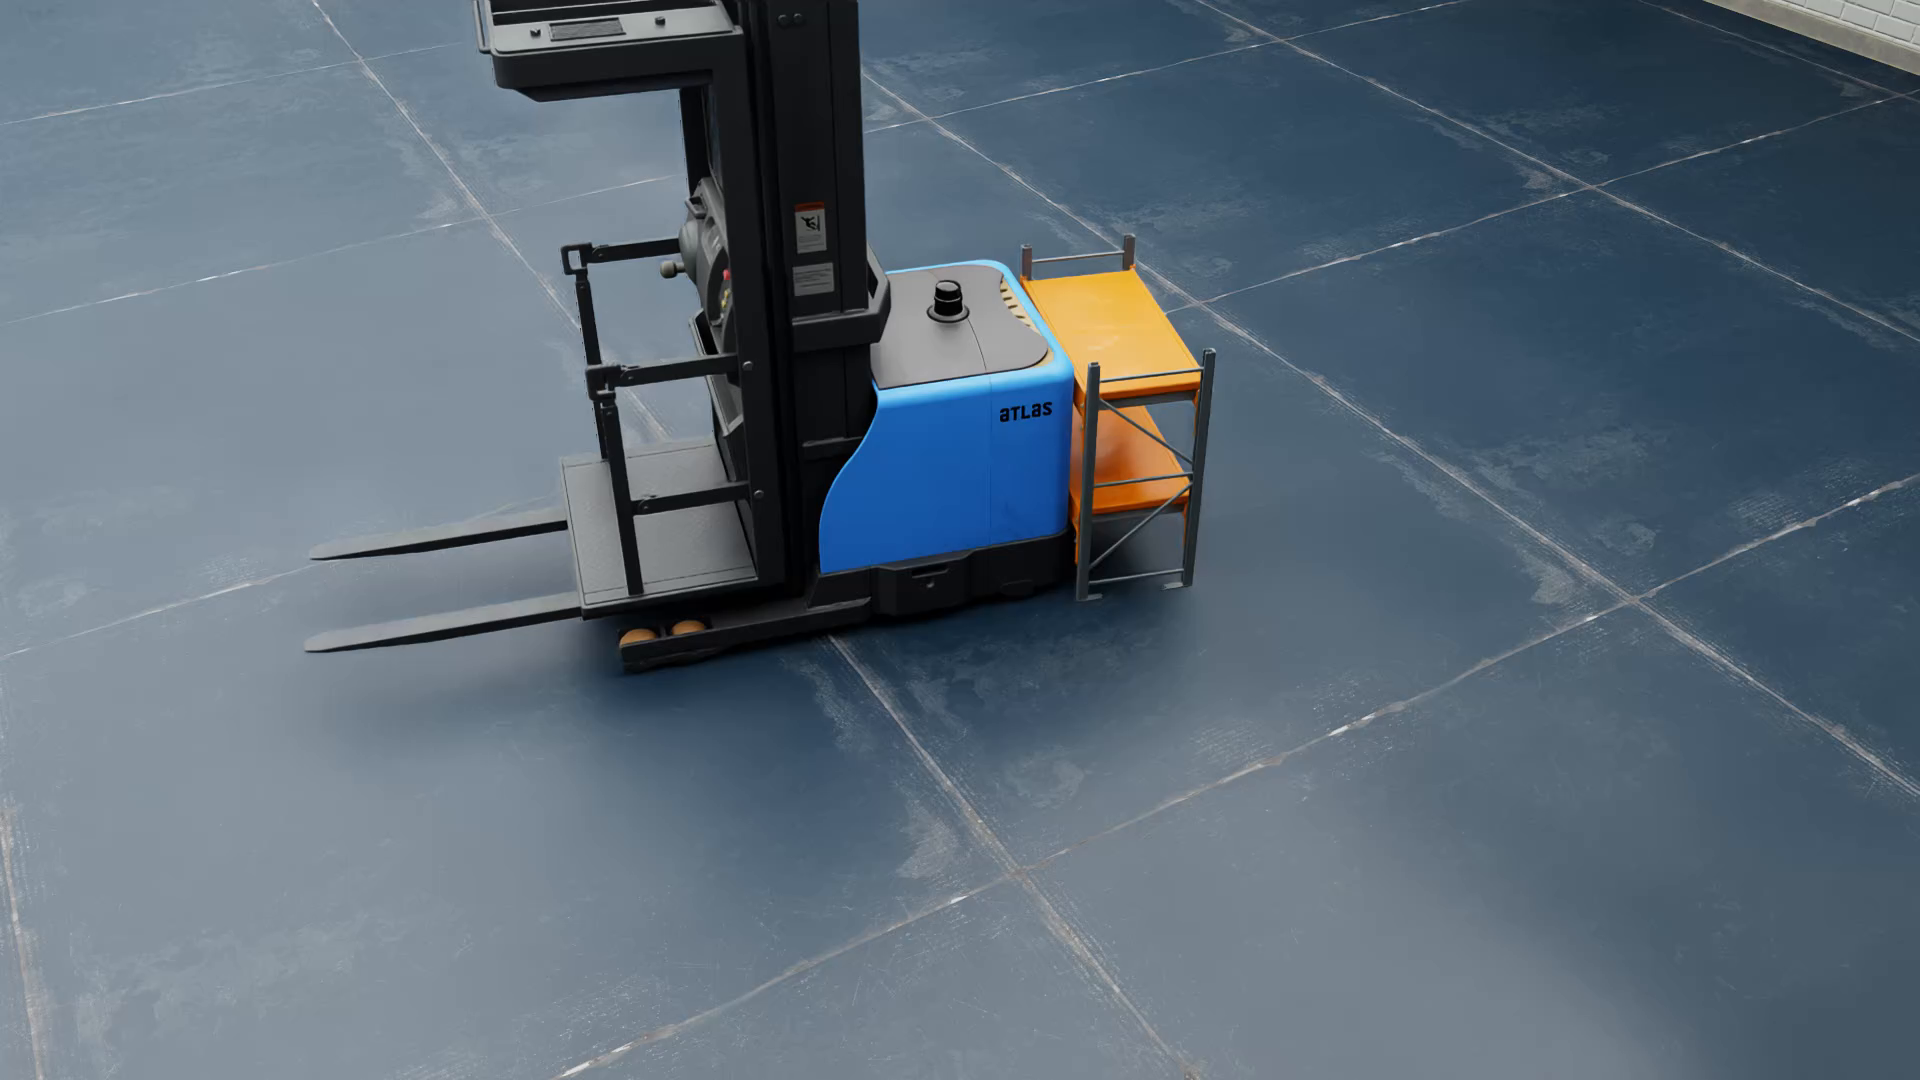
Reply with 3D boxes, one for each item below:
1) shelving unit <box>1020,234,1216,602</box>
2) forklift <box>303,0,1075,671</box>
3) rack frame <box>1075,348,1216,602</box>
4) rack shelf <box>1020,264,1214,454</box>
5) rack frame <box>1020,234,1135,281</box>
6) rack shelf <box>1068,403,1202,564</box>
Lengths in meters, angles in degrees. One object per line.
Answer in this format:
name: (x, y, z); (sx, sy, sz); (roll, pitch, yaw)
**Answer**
shelving unit: (0.616, -0.530, 7.022); (0.538, 1.125, 1.048); (-8, 37, -10)
forklift: (-1.120, -1.016, 6.156); (3.031, 2.935, 1.130); (-9, 37, -13)
rack frame: (0.727, -0.237, 6.621); (0.500, 1.125, 0.032); (-8, 37, -10)
rack shelf: (0.616, -0.766, 6.849); (0.538, 0.278, 1.000); (-8, 37, -10)
rack frame: (0.505, -0.822, 7.422); (0.500, 1.125, 0.032); (-8, 37, -10)
rack shelf: (0.616, -0.332, 7.166); (0.538, 0.278, 1.000); (-8, 37, -10)
